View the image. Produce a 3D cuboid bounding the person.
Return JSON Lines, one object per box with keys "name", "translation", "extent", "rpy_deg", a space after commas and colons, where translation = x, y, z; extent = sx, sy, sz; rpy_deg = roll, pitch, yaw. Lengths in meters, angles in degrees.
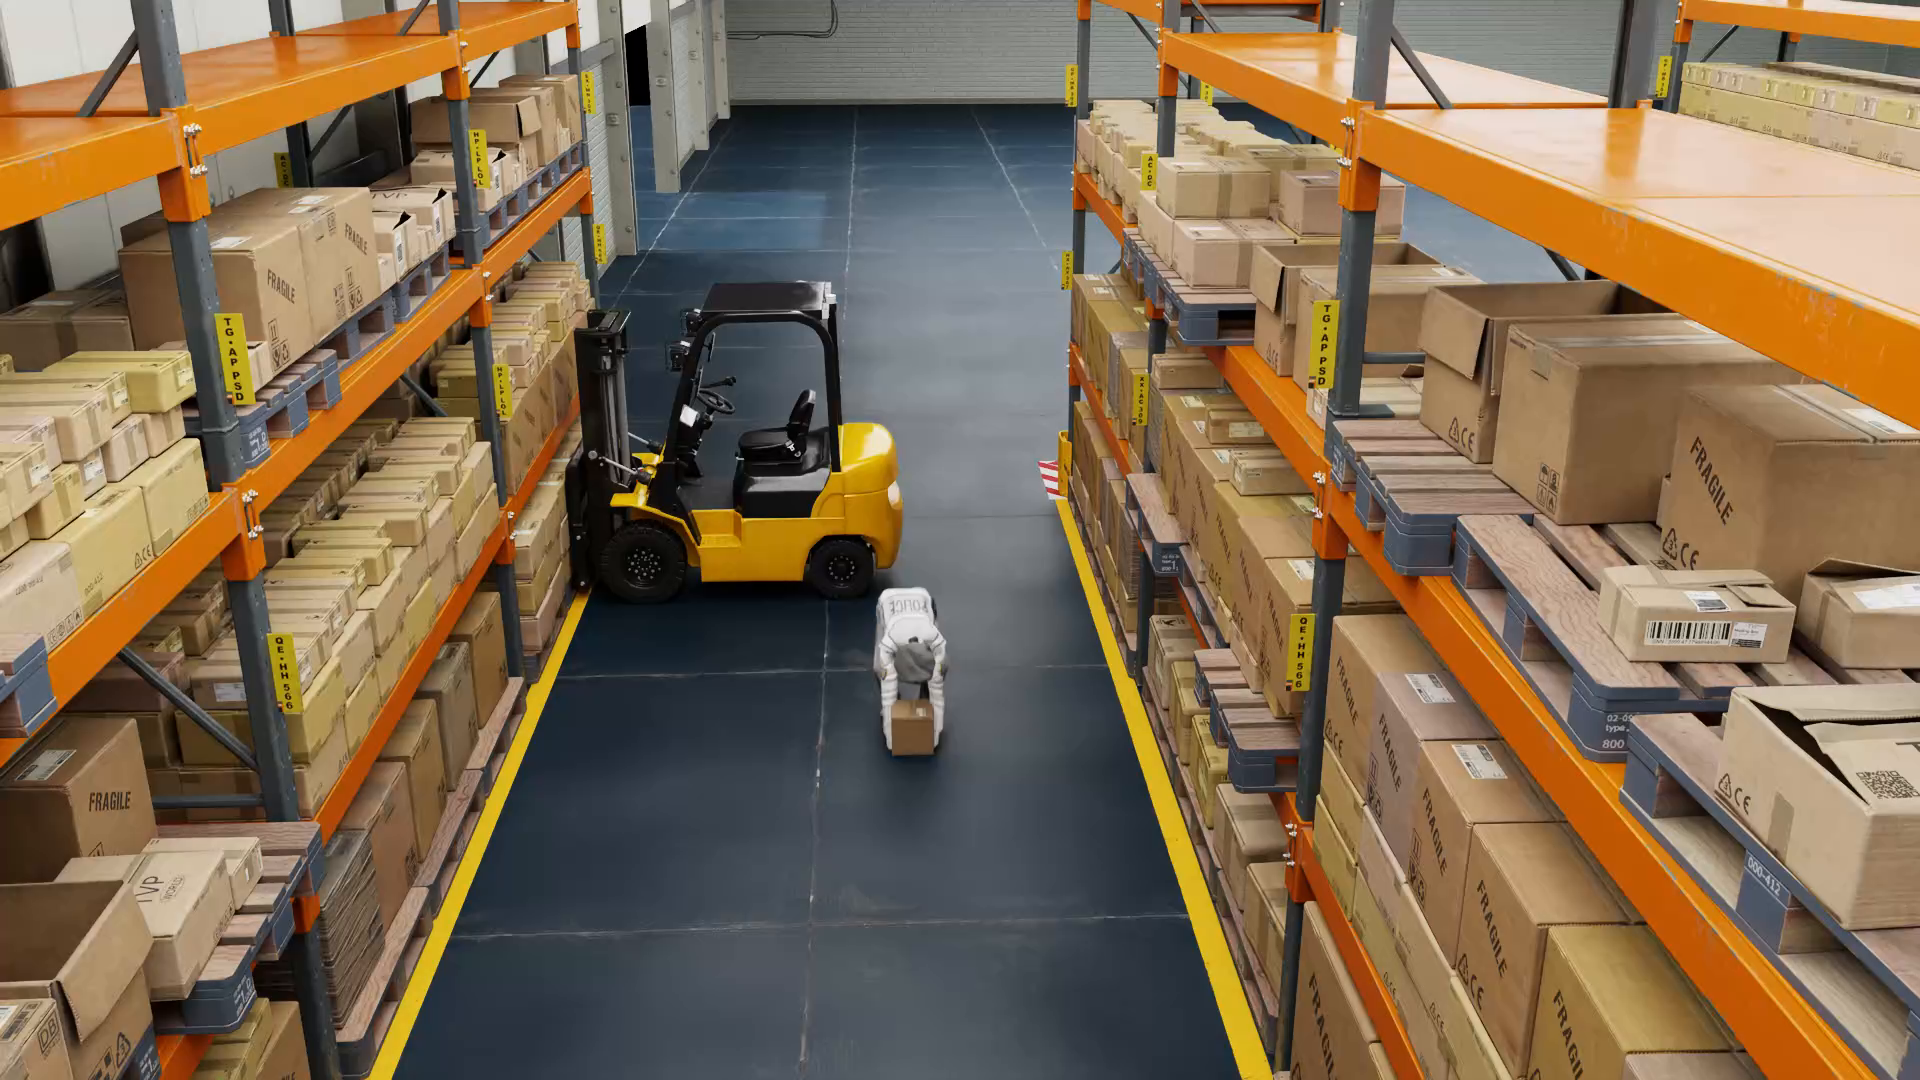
{"name": "person", "translation": [-0.304, 0.298, 10.276], "extent": [0.518, 1.663, 0.369], "rpy_deg": [-2, 21, -5]}
